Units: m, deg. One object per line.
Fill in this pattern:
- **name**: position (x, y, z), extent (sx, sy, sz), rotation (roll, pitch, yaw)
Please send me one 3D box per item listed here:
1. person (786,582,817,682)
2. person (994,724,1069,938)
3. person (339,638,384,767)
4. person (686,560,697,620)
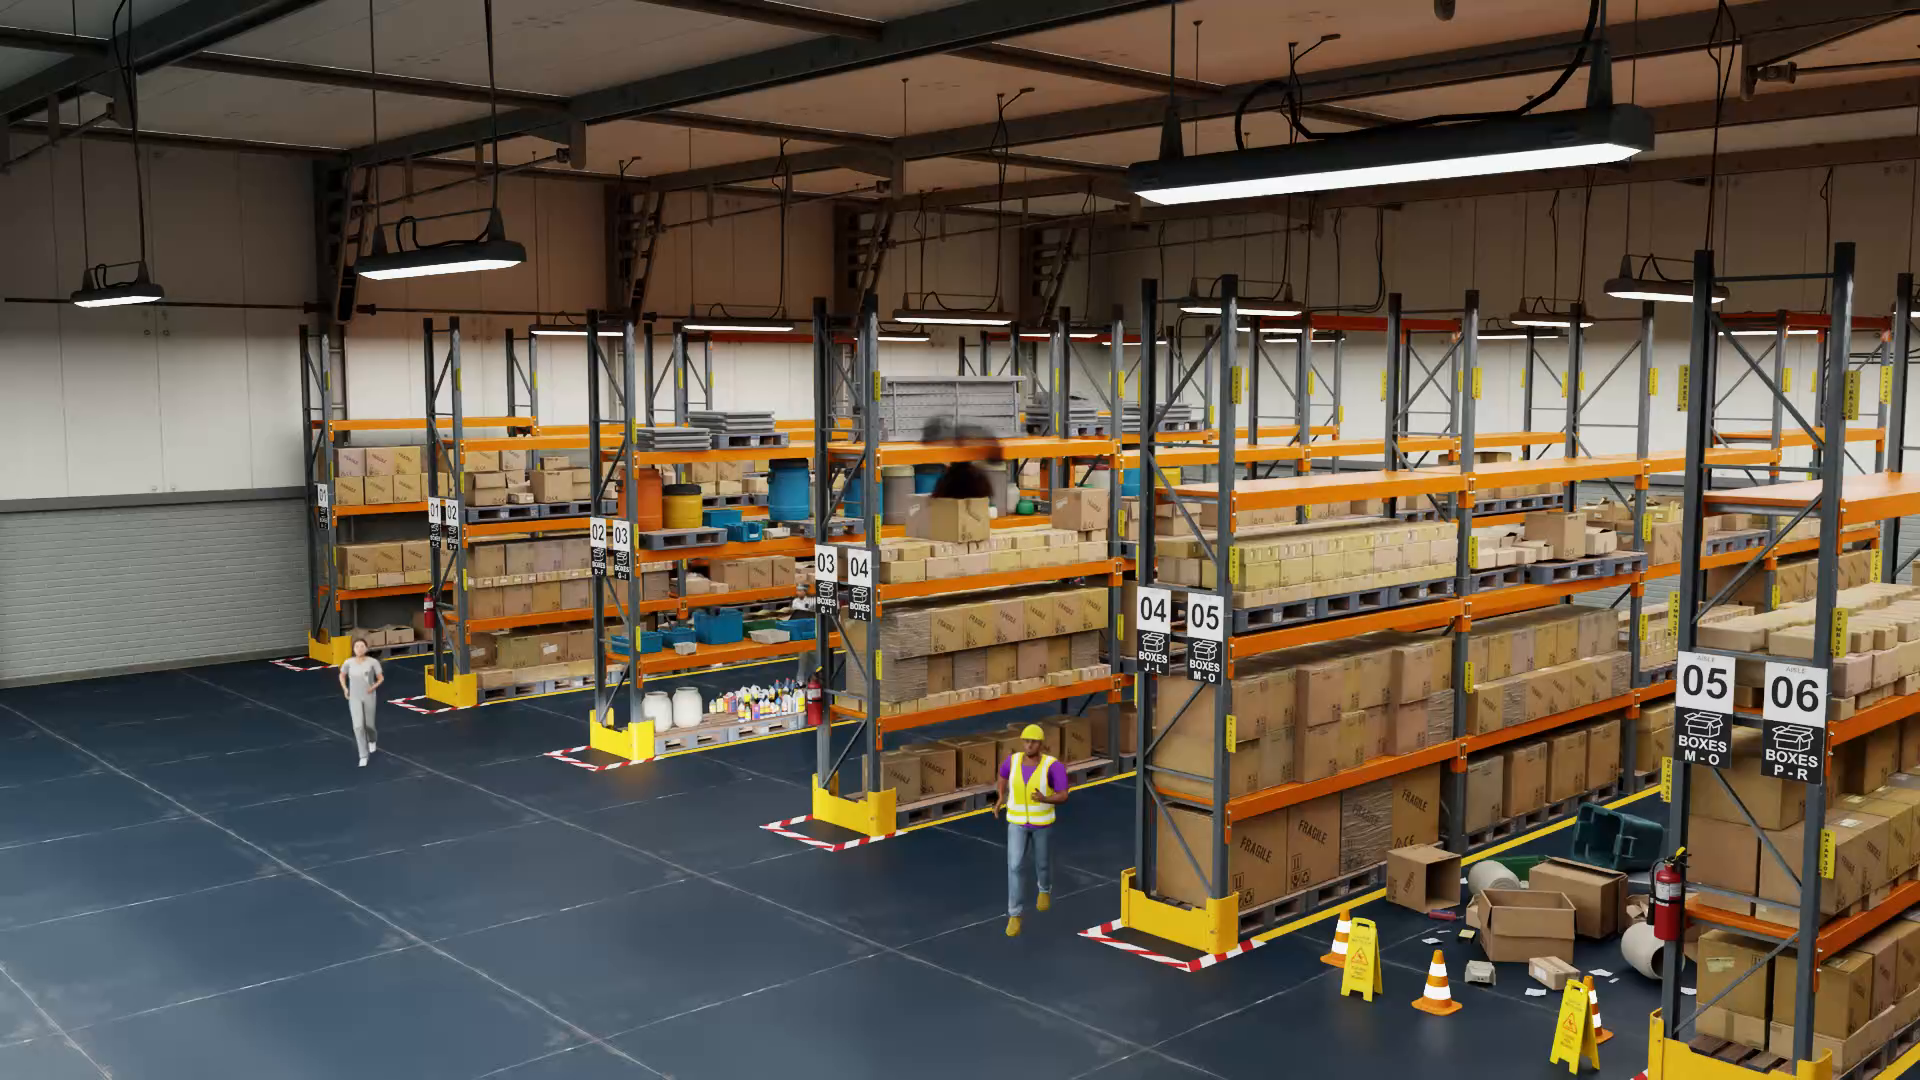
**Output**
- **person**: position (-2.550, 1.533, 27.615), extent (0.562, 1.719, 0.857), rotation (5, 7, 39)
- **person**: position (0.630, 2.515, 14.743), extent (0.689, 1.780, 0.924), rotation (1, 6, 12)
- **person**: position (-7.927, 2.119, 22.051), extent (0.573, 1.663, 0.760), rotation (-2, 6, -15)
- **person**: position (-5.108, 1.186, 31.422), extent (0.539, 1.613, 0.871), rotation (4, 7, 37)
